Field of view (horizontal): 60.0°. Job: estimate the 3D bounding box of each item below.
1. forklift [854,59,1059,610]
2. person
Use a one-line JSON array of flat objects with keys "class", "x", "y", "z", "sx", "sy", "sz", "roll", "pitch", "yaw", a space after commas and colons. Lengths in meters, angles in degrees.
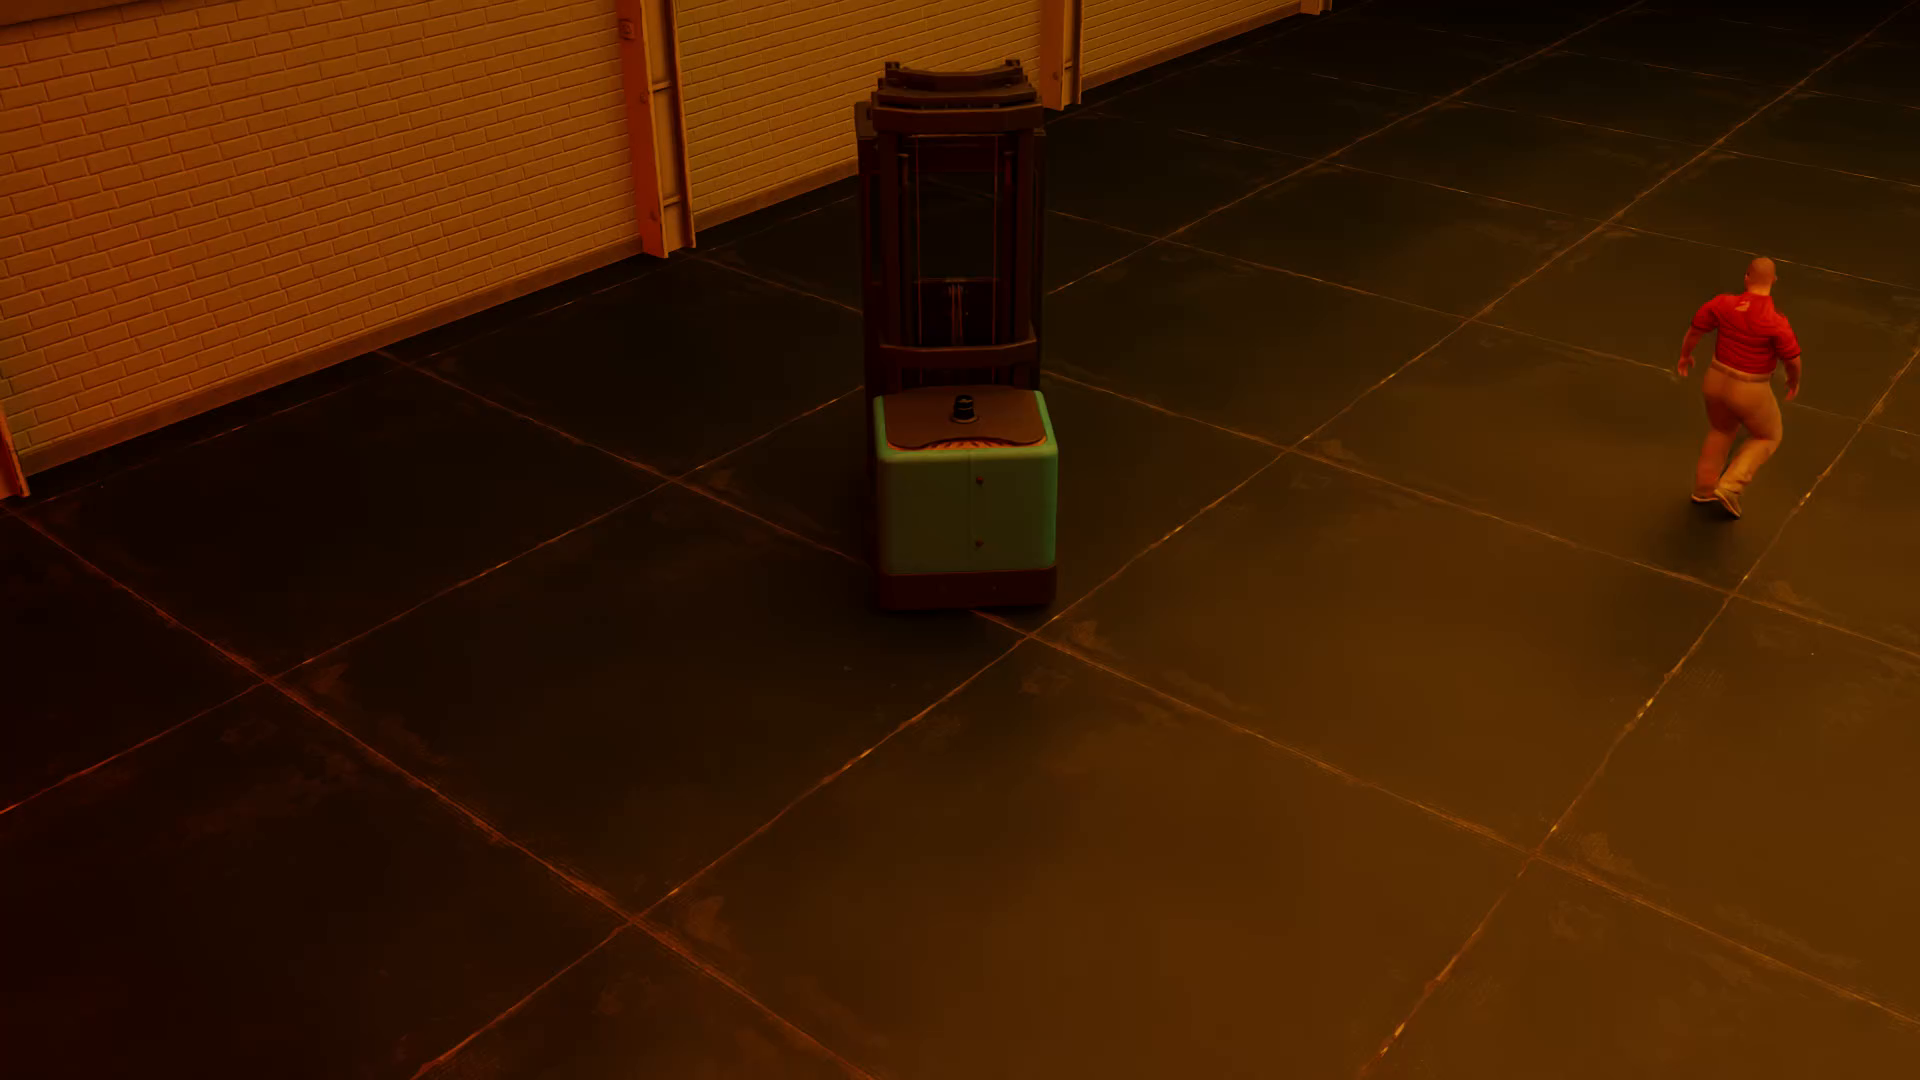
[{"class": "forklift", "x": -0.068, "y": -1.572, "z": 10.285, "sx": 1.130, "sy": 2.935, "sz": 3.031, "roll": -2, "pitch": 30, "yaw": -4}, {"class": "person", "x": 4.907, "y": -0.985, "z": 10.531, "sx": 0.488, "sy": 1.712, "sz": 0.781, "roll": -16, "pitch": 34, "yaw": -25}]
